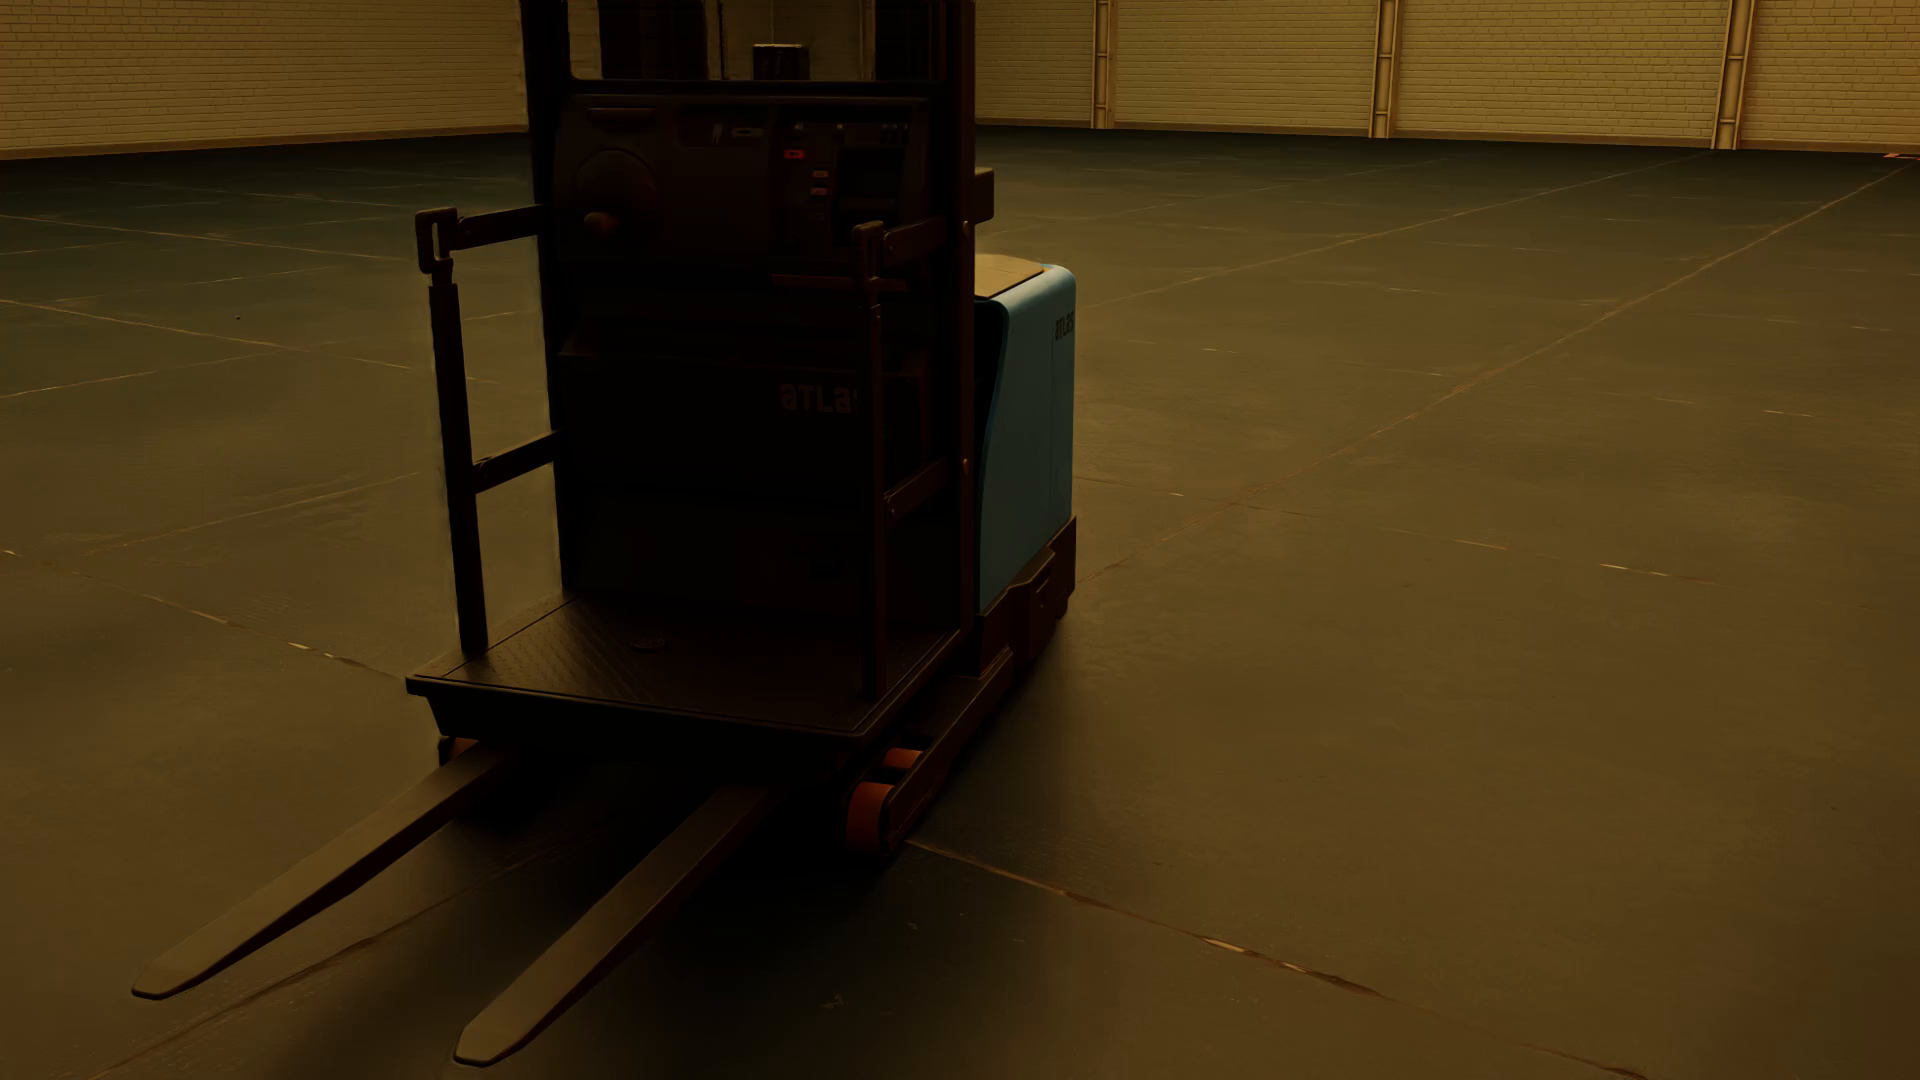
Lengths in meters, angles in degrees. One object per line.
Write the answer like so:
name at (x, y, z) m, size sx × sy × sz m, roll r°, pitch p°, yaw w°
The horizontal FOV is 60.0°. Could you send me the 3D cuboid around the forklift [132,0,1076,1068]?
forklift at (-0.575, -0.839, 3.637) m, size 1.130 × 2.935 × 3.031 m, roll 5°, pitch 17°, yaw 17°
